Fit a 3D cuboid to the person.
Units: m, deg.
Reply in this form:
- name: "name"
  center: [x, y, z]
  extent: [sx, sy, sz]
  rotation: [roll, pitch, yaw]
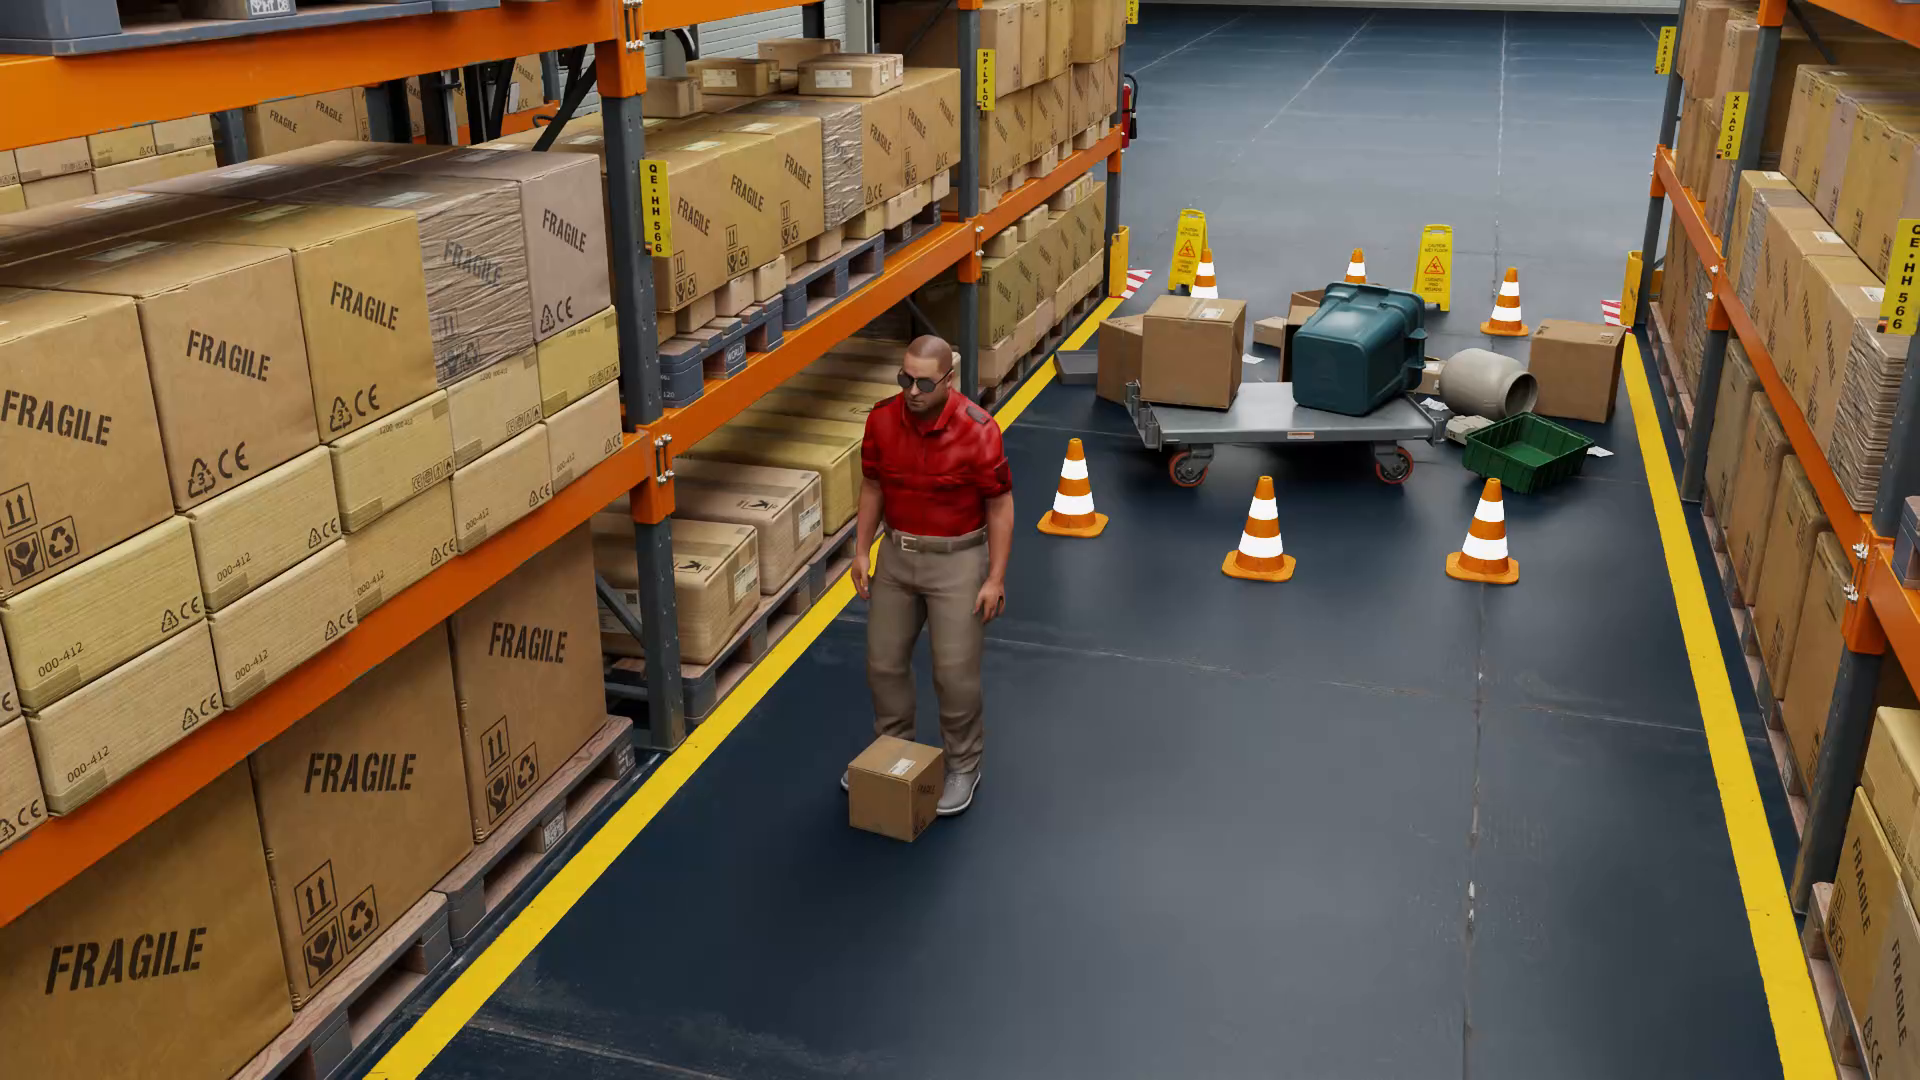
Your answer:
- name: "person"
  center: [-0.110, 0.108, 5.837]
  extent: [0.605, 1.726, 0.394]
  rotation: [10, 24, 23]
